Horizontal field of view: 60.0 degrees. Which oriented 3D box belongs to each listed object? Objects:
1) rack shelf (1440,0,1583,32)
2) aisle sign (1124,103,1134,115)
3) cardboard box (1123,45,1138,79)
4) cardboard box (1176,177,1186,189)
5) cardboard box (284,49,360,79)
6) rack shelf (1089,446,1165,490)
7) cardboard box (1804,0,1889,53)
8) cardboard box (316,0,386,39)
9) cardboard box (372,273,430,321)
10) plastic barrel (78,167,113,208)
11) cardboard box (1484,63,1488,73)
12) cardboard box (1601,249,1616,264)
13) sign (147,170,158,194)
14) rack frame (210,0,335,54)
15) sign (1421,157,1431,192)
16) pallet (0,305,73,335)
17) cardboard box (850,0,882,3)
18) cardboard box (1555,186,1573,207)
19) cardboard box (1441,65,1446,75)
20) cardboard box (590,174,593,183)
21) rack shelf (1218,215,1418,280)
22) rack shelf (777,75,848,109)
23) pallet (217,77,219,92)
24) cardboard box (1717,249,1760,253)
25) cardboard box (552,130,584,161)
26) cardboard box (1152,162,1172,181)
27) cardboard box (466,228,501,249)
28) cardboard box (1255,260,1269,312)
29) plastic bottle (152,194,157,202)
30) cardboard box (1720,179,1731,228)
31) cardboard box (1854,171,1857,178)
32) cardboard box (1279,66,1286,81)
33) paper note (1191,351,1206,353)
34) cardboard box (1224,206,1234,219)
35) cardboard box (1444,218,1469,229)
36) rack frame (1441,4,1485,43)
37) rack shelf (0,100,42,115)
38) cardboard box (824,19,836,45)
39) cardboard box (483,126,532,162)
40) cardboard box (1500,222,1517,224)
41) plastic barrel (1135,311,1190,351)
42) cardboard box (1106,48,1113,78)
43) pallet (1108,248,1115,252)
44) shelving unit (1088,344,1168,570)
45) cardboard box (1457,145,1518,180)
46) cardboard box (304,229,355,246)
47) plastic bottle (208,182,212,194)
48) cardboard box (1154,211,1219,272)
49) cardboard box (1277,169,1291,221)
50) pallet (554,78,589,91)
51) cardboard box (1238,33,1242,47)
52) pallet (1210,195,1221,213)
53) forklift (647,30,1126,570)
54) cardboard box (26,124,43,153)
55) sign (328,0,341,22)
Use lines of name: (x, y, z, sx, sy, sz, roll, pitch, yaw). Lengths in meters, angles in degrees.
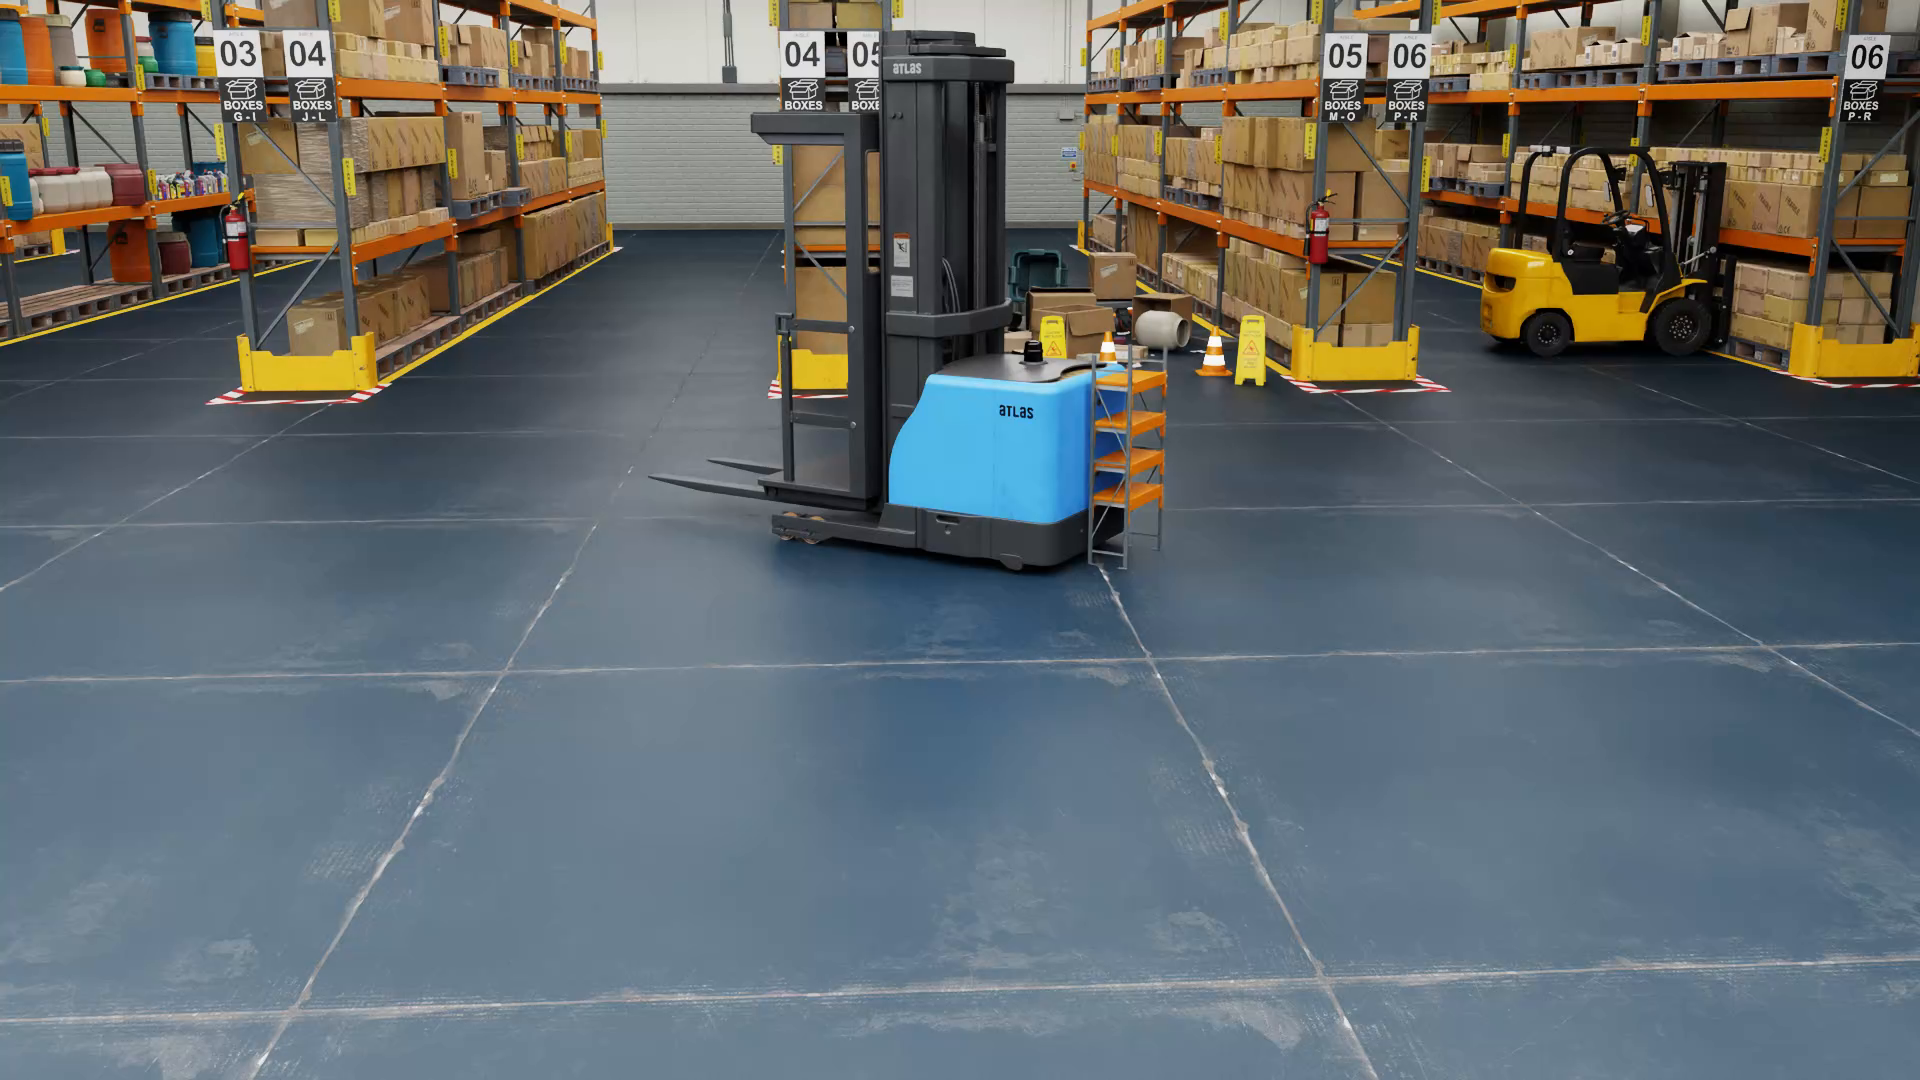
rack shelf: (8.157, -7.938, 25.066, 1.077, 0.370, 4.000, -1, 14, -3)
aisle sign: (3.136, -8.271, 30.936, 0.394, 0.787, 0.004, -1, 14, -3)
cardboard box: (2.844, -7.476, 25.998, 0.500, 0.500, 0.500, -1, 14, -4)
cardboard box: (3.113, -4.790, 22.283, 0.380, 0.149, 0.250, -1, 14, -3)
cardboard box: (-5.840, -4.361, 15.238, 0.500, 0.250, 0.500, 0, 14, -2)
rack shelf: (0.957, -0.415, 9.501, 0.258, 0.148, 0.480, 8, 16, 29)
cardboard box: (8.506, -4.947, 15.970, 0.500, 0.500, 0.500, 0, 14, -2)
cardboard box: (-5.891, -5.118, 16.078, 0.500, 0.500, 0.500, -1, 14, -4)
cardboard box: (-6.331, -2.745, 18.849, 0.500, 0.500, 0.500, -1, 14, -5)
plastic barrel: (-11.231, -4.572, 21.552, 0.421, 0.512, 0.421, 0, 14, 0)
cardboard box: (8.007, -6.990, 24.653, 0.380, 0.149, 0.250, -1, 14, -3)
cardboard box: (8.485, -3.266, 20.622, 0.875, 0.625, 0.625, 0, 14, -1)
sign: (-10.959, -4.860, 22.567, 0.100, 0.325, 0.005, -1, 14, -3)
rack frame: (-6.068, -5.763, 14.365, 1.000, 3.000, 0.127, -1, 14, -3)
sign: (4.364, -3.438, 15.632, 0.100, 0.325, 0.005, -1, 14, -3)
pallet: (-11.347, -2.620, 19.785, 1.003, 0.211, 1.213, -1, 14, -3)
cardboard box: (-0.815, -4.966, 15.147, 0.380, 0.149, 0.250, -1, 14, -3)
cardboard box: (8.160, -4.509, 21.831, 0.500, 0.250, 0.500, 0, 14, -2)
cardboard box: (7.720, -7.321, 25.900, 0.380, 0.149, 0.250, -1, 14, -4)
cardboard box: (-6.628, -6.313, 29.047, 0.380, 0.149, 0.250, -1, 14, -3)
rack shelf: (3.699, -3.159, 17.730, 1.077, 0.370, 4.000, -1, 14, -3)
rack shelf: (-1.236, -4.511, 16.961, 1.077, 0.370, 4.000, -1, 14, -3)
pallet: (-11.609, -6.933, 25.312, 1.213, 0.211, 1.003, -1, 14, -3)
cardboard box: (8.799, -3.194, 19.087, 0.500, 0.250, 0.500, -1, 14, -4)
cardboard box: (-6.646, -6.651, 28.057, 0.500, 0.500, 0.500, -1, 14, -5)
cardboard box: (3.043, -5.286, 23.849, 0.500, 0.250, 0.500, -1, 14, -4)
cardboard box: (-6.493, -4.046, 22.362, 0.500, 0.250, 0.500, 0, 14, -1)
cardboard box: (3.453, -2.696, 17.655, 0.500, 0.500, 0.500, -1, 14, -5)
plastic bottle: (-11.212, -4.823, 23.001, 0.152, 0.276, 0.135, -1, 14, -3)
cardboard box: (8.387, -3.636, 17.938, 0.500, 0.500, 0.500, -1, 14, -3)
cardboard box: (8.936, -3.599, 16.493, 0.380, 0.149, 0.250, -1, 14, -3)
cardboard box: (3.470, -4.745, 16.932, 0.380, 0.149, 0.250, -1, 14, -5)
paper note: (2.572, -2.030, 17.855, 0.142, 0.019, 0.148, -6, 16, -23)
cardboard box: (3.274, -3.800, 19.281, 0.380, 0.149, 0.250, -1, 14, -4)
cardboard box: (7.920, -5.024, 26.404, 0.380, 0.149, 0.250, -1, 14, -4)
rack frame: (8.033, -8.978, 26.860, 1.000, 3.000, 0.127, -1, 14, -3)
rack shelf: (-16.823, -7.291, 27.770, 1.077, 0.370, 4.000, -1, 14, -3)
cardboard box: (-1.576, -5.428, 17.744, 0.500, 0.250, 0.500, -1, 14, -4)
cardboard box: (-6.631, -5.725, 24.045, 0.797, 0.503, 0.637, -1, 14, -2)
cardboard box: (8.486, -4.779, 25.454, 0.380, 0.149, 0.250, -1, 14, -5)
plastic barrel: (2.184, -2.253, 17.933, 0.512, 0.421, 0.421, 10, 18, 35)
cardboard box: (2.806, -8.239, 28.764, 0.500, 0.500, 0.500, -1, 14, -2)
pallet: (3.110, -4.835, 28.393, 1.003, 0.211, 1.213, -1, 14, -3)
shelving unit: (0.957, -0.480, 9.485, 0.258, 1.200, 0.503, 8, 16, 29)
cardboard box: (7.995, -5.734, 25.242, 0.797, 0.503, 0.637, -1, 14, -5)
cardboard box: (-5.848, -2.810, 15.433, 0.380, 0.149, 0.250, -1, 14, -3)
plastic bottle: (-11.312, -5.298, 24.996, 0.097, 0.201, 0.097, 0, 14, 0)
cardboard box: (3.367, -4.347, 24.325, 0.875, 0.875, 0.875, -1, 14, -4)
cardboard box: (3.488, -3.458, 16.650, 0.500, 0.500, 0.500, -1, 14, -3)
pallet: (-6.925, -7.758, 28.316, 1.003, 0.211, 1.213, -1, 14, -3)
cardboard box: (3.314, -5.575, 18.558, 0.380, 0.149, 0.250, 0, 14, -2)
pallet: (3.673, -4.105, 20.344, 1.003, 0.211, 1.213, -1, 14, -3)
forklift: (-0.545, -1.499, 9.968, 3.031, 2.935, 1.130, 8, 17, 29)
cardboard box: (-16.645, -7.111, 29.436, 0.500, 0.500, 0.500, -1, 14, -4)
sign: (-5.527, -4.742, 14.662, 0.100, 0.325, 0.005, -1, 14, -3)
